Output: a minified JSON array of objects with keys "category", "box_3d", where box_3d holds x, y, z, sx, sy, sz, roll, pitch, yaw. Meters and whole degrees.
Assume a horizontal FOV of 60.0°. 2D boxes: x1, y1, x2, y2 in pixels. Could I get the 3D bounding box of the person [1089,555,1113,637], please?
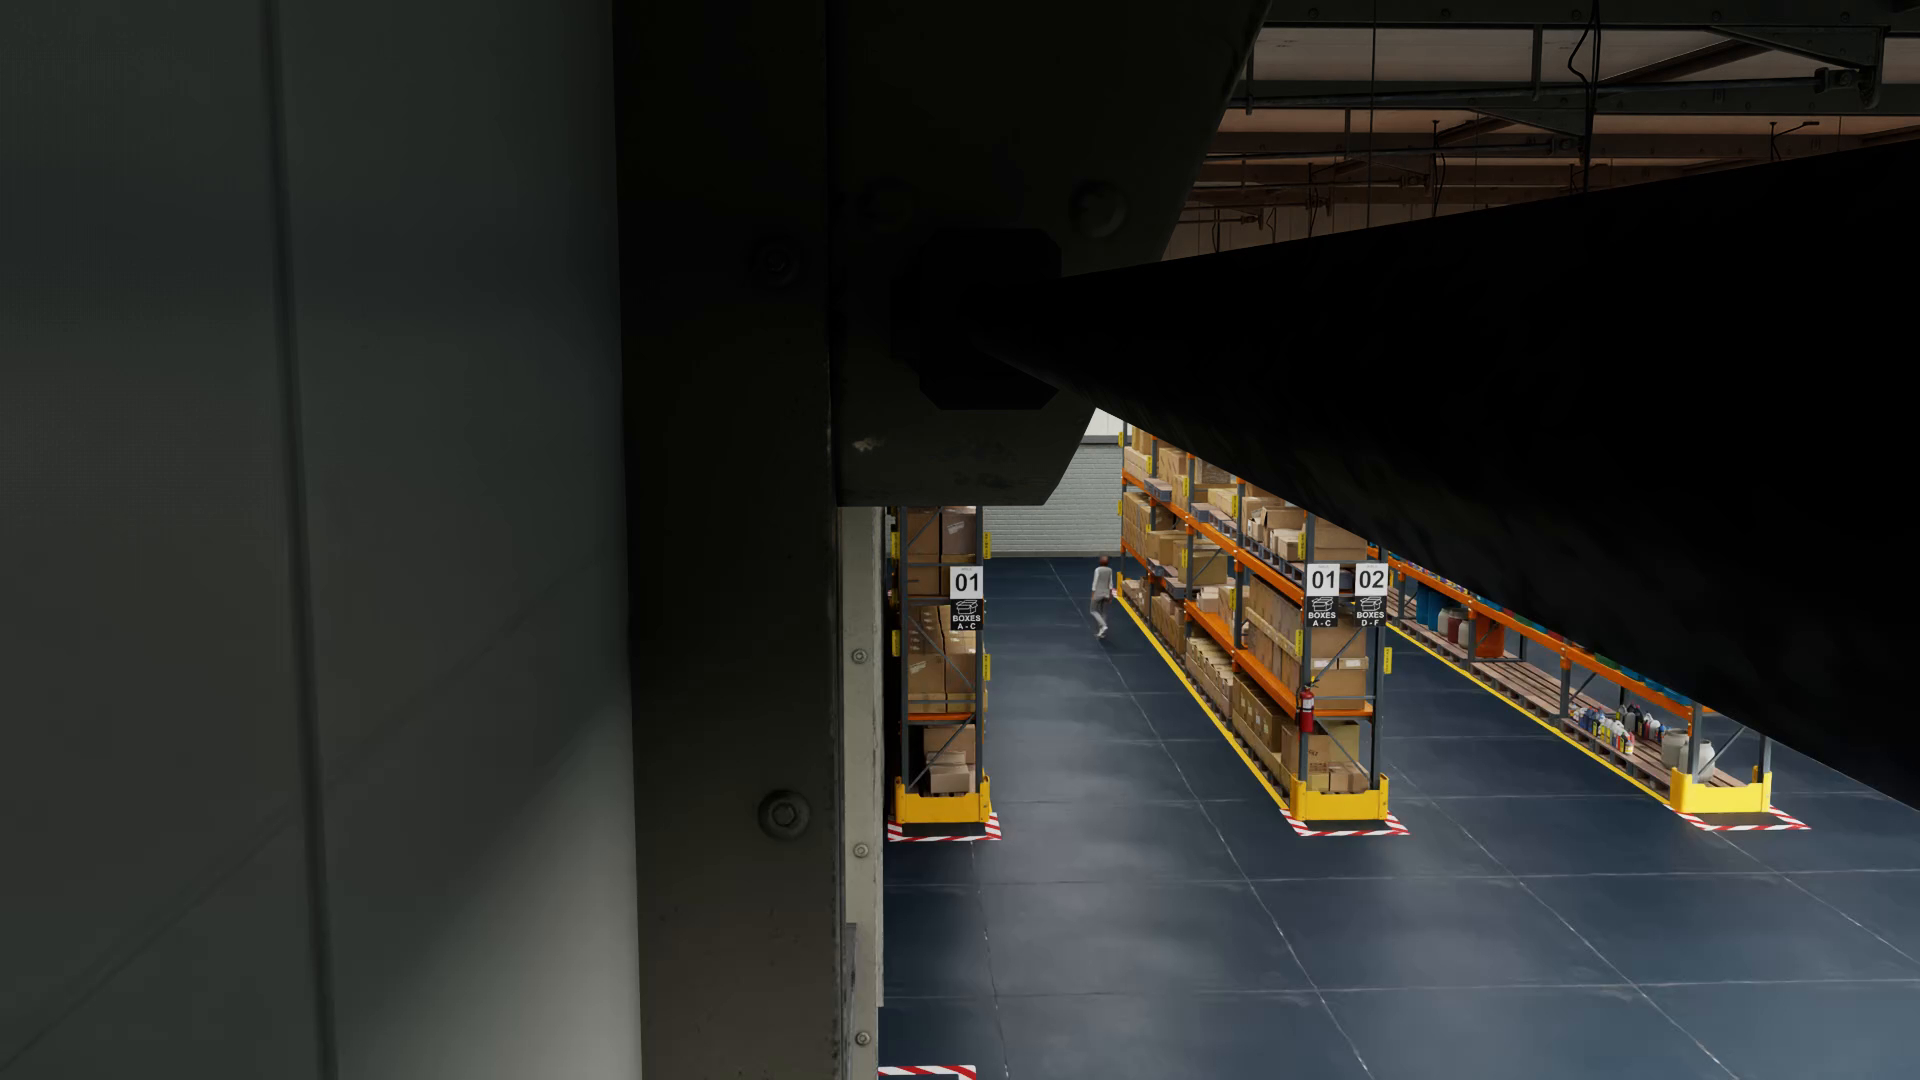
[{"category":"person","box_3d":[2.727,1.082,31.770,0.473,1.603,0.537,-4,9,-24]}]
